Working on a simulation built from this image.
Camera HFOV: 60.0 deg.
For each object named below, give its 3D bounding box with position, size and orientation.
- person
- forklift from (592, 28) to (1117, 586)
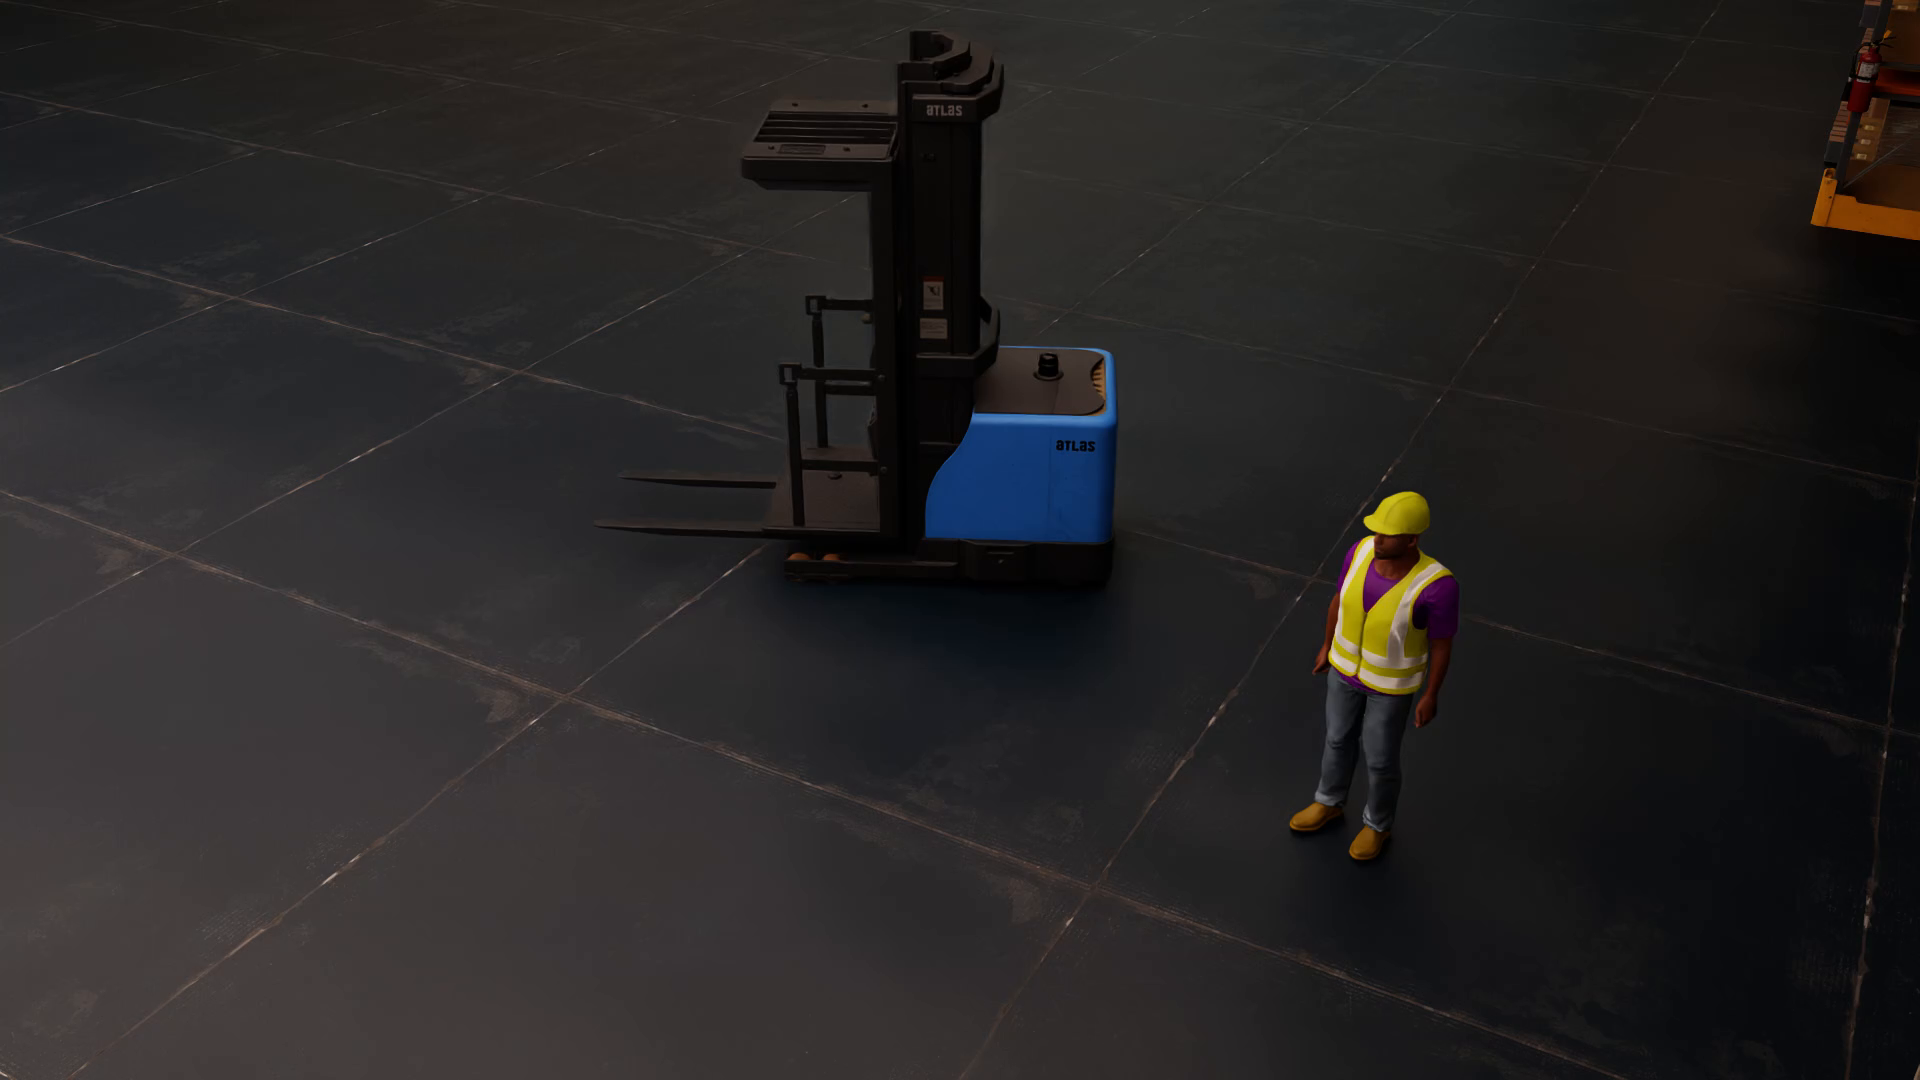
[{"bbox_3d":[1.789,0.587,7.221,0.387,1.771,0.614,-25,38,-37],"label":"person"},{"bbox_3d":[-0.616,-1.282,9.292,3.031,2.935,1.130,2,30,3],"label":"forklift"}]
